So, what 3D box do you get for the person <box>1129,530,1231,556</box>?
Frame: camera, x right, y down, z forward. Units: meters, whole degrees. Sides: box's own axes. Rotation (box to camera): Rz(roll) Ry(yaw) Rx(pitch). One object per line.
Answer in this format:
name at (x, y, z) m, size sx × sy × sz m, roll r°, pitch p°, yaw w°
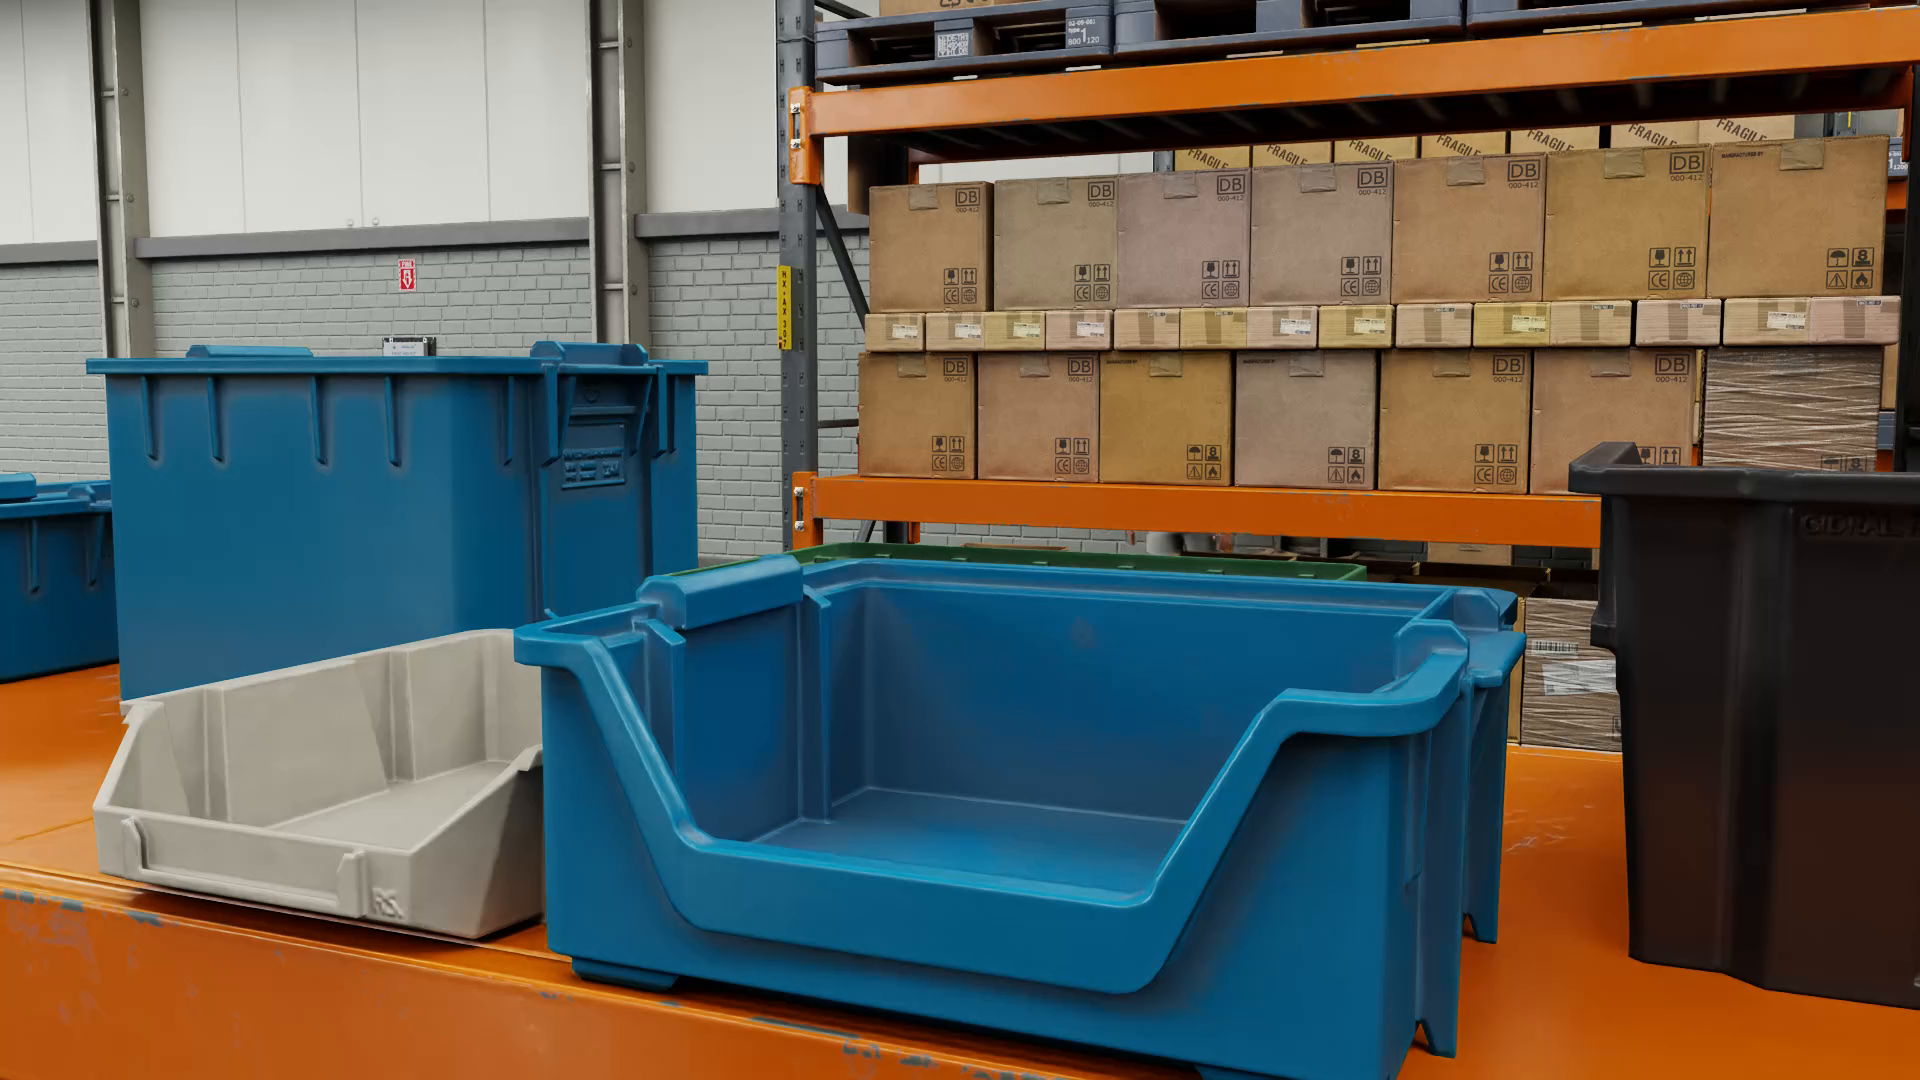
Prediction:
person at (1.332, -0.132, 9.810) m, size 0.703 × 1.742 × 0.618 m, roll 3°, pitch 6°, yaw 27°
